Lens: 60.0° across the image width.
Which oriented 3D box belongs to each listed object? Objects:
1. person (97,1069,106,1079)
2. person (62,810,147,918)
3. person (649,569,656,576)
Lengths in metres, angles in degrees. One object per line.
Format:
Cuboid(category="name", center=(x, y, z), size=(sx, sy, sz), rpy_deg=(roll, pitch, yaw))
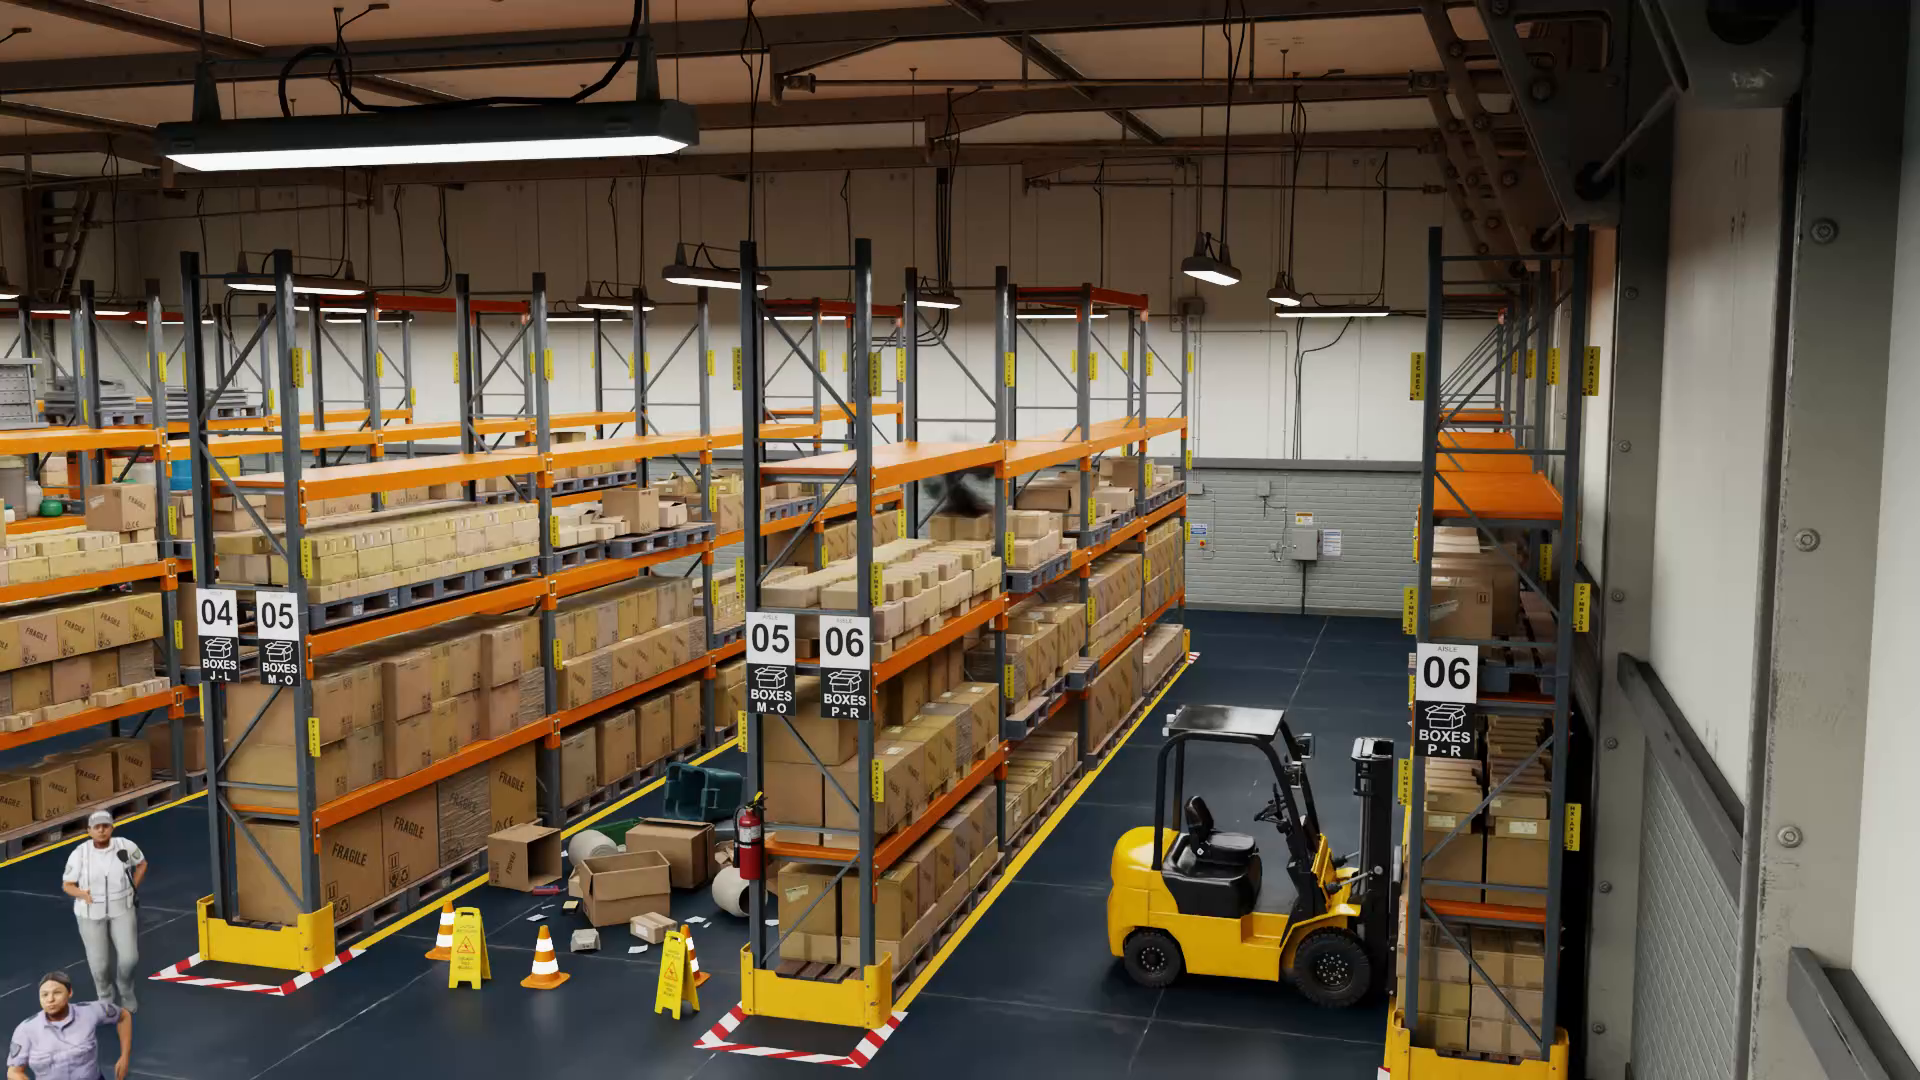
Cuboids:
Cuboid(category="person", center=(-5.178, 3.532, 9.712), size=(0.415, 0.897, 0.720), rpy_deg=(-2, 7, -21))
Cuboid(category="person", center=(-6.608, 2.505, 12.865), size=(0.607, 0.812, 0.526), rpy_deg=(-4, 7, -31))
Cuboid(category="person", center=(-5.250, 1.218, 27.975), size=(0.471, 1.467, 0.630), rpy_deg=(1, 7, 11))
